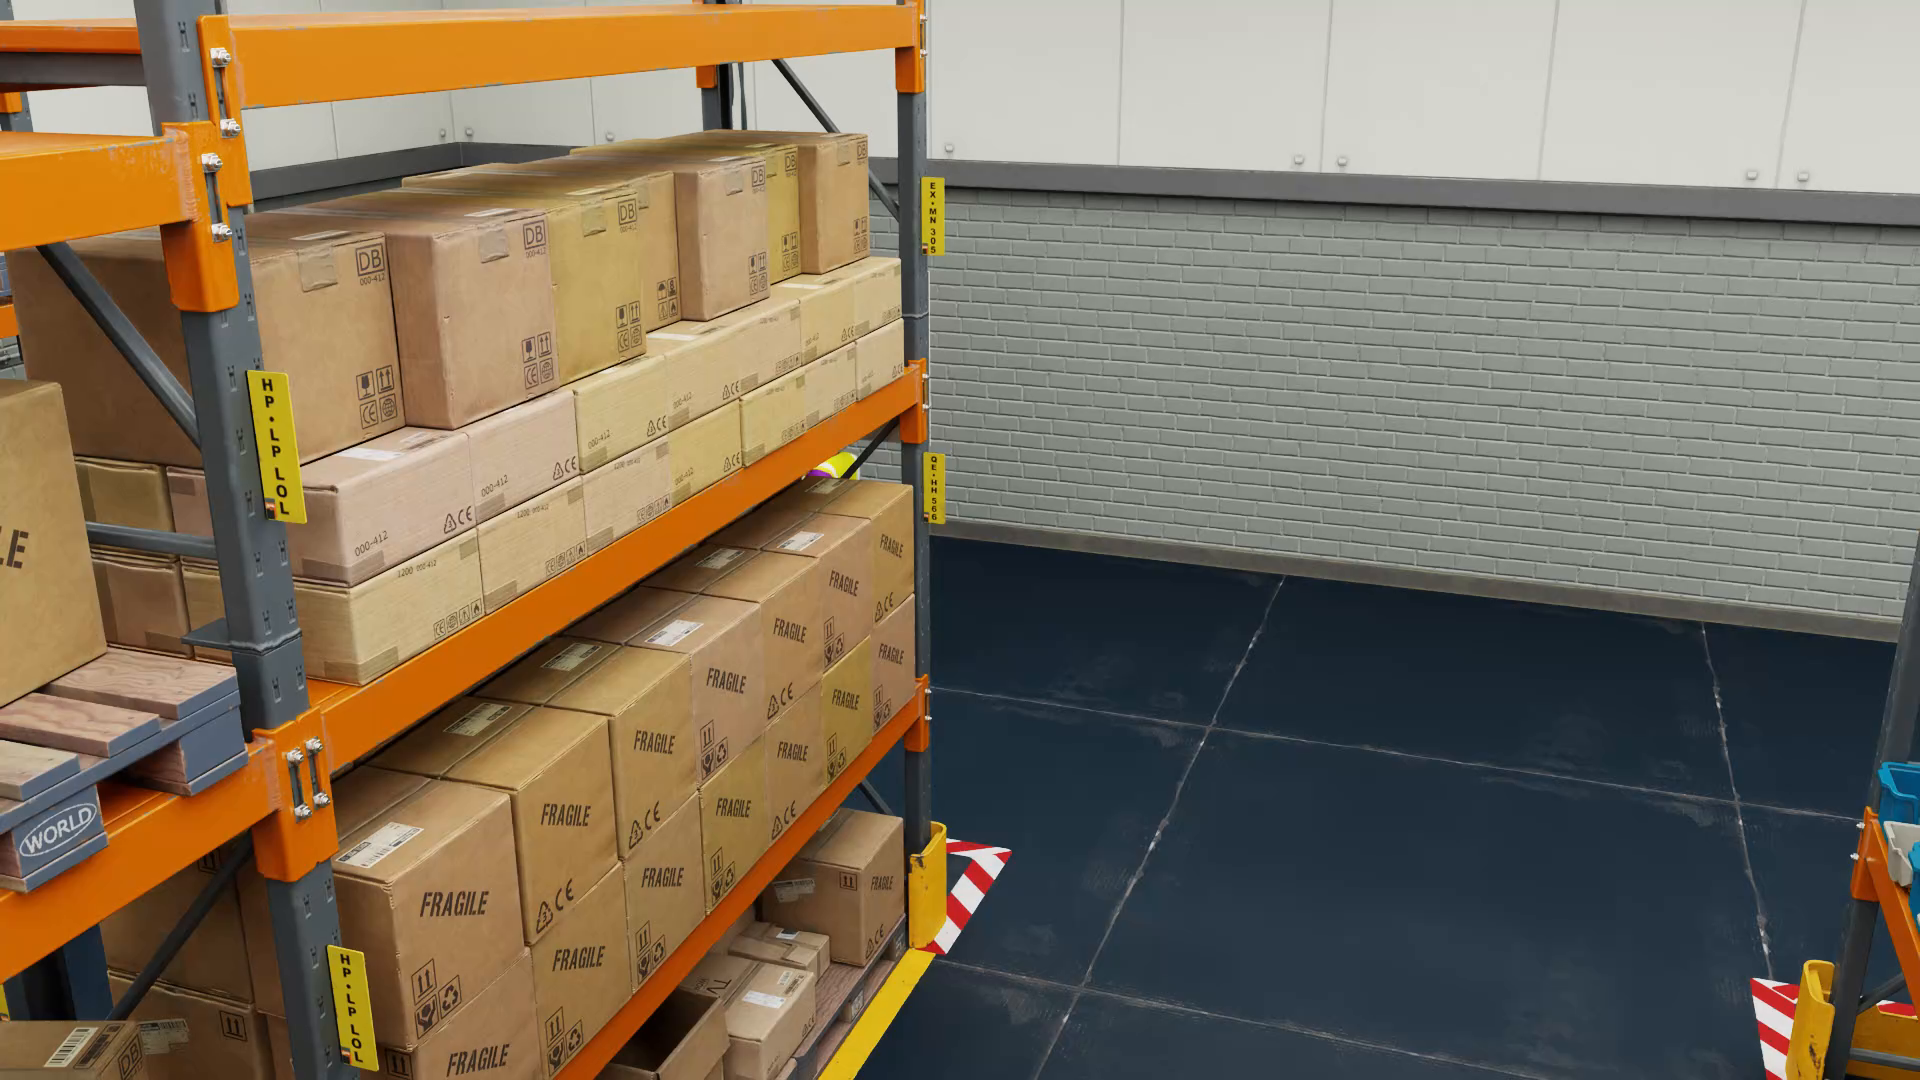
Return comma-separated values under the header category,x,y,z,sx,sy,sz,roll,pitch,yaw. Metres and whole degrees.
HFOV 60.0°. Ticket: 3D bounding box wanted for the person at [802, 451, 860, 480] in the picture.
category,x,y,z,sx,sy,sz,roll,pitch,yaw
person,-0.882,0.027,10.956,0.368,1.759,0.568,7,20,19
